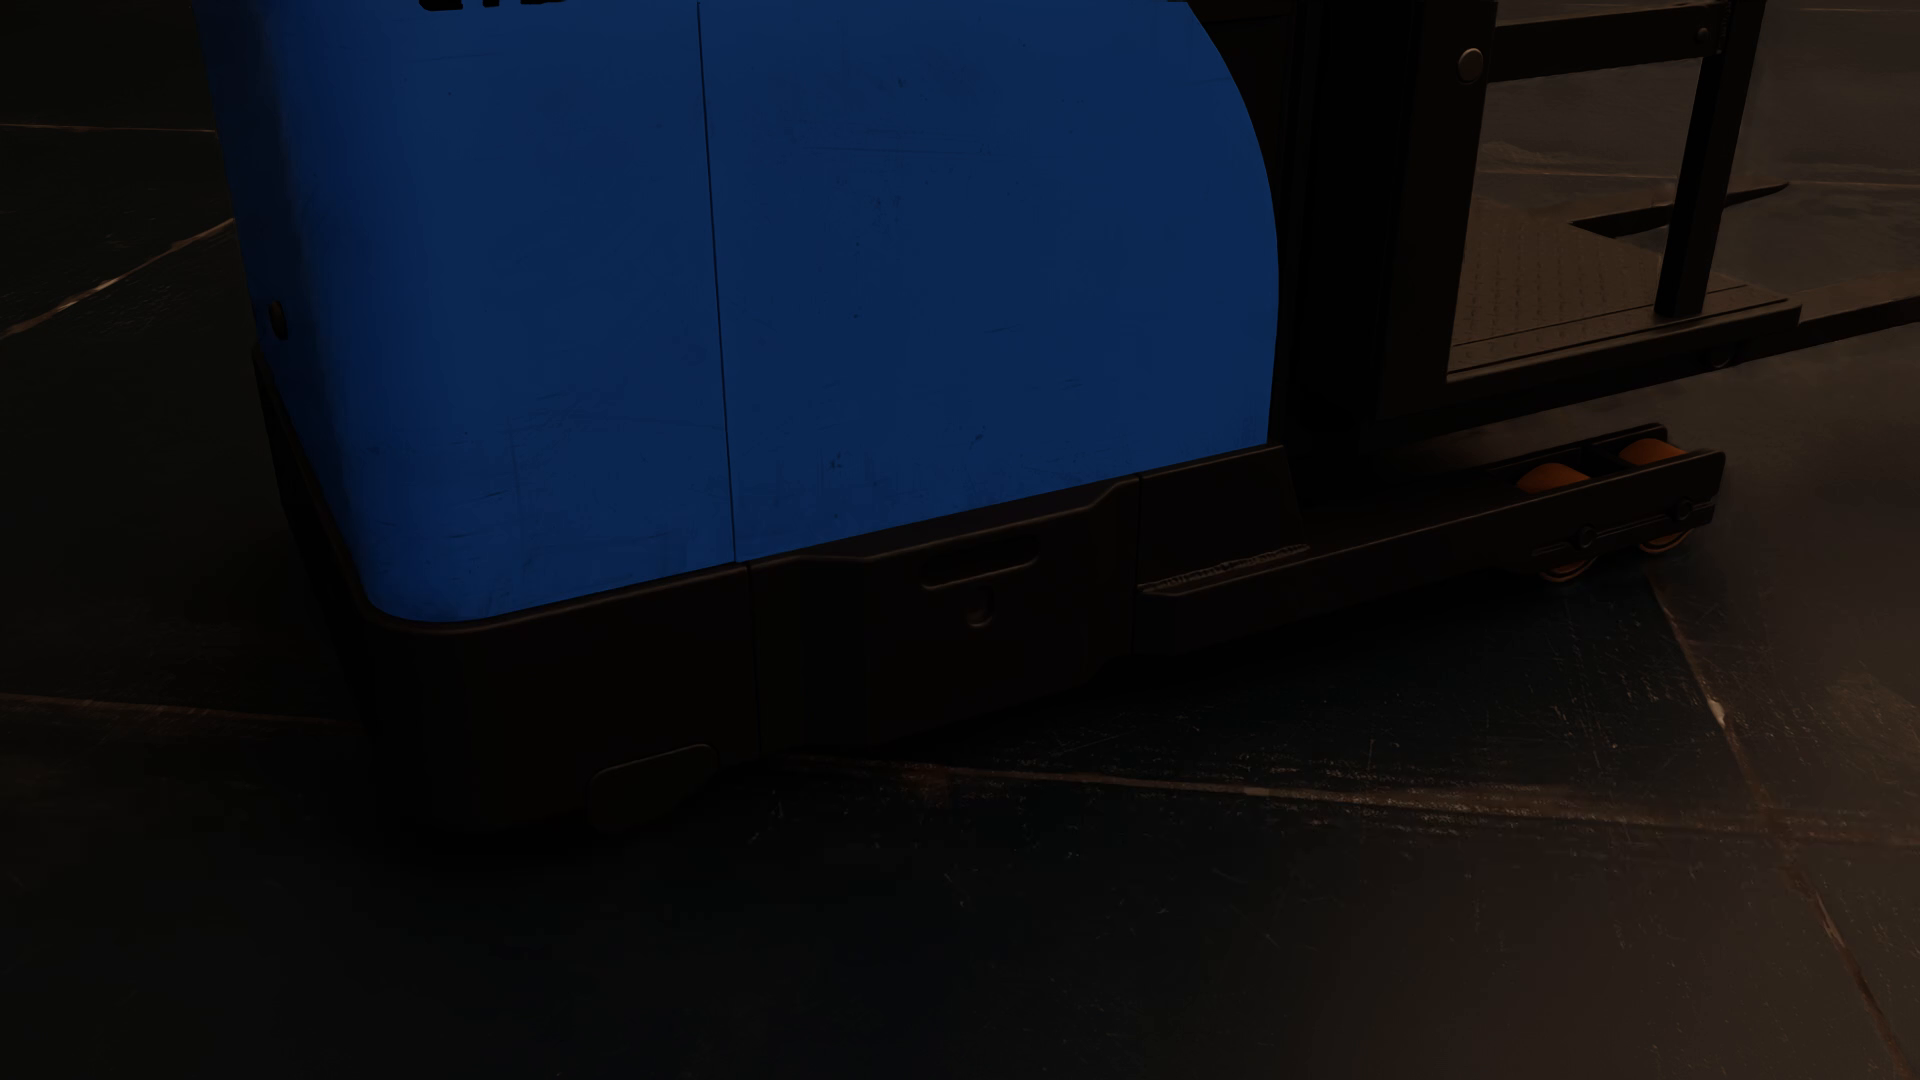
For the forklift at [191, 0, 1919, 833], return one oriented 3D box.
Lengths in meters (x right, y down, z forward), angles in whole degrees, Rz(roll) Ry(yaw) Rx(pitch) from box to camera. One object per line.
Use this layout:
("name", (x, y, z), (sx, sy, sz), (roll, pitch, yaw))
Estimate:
("forklift", (0.541, -1.447, 2.116), (3.031, 2.935, 1.130), (-13, 29, -25))
